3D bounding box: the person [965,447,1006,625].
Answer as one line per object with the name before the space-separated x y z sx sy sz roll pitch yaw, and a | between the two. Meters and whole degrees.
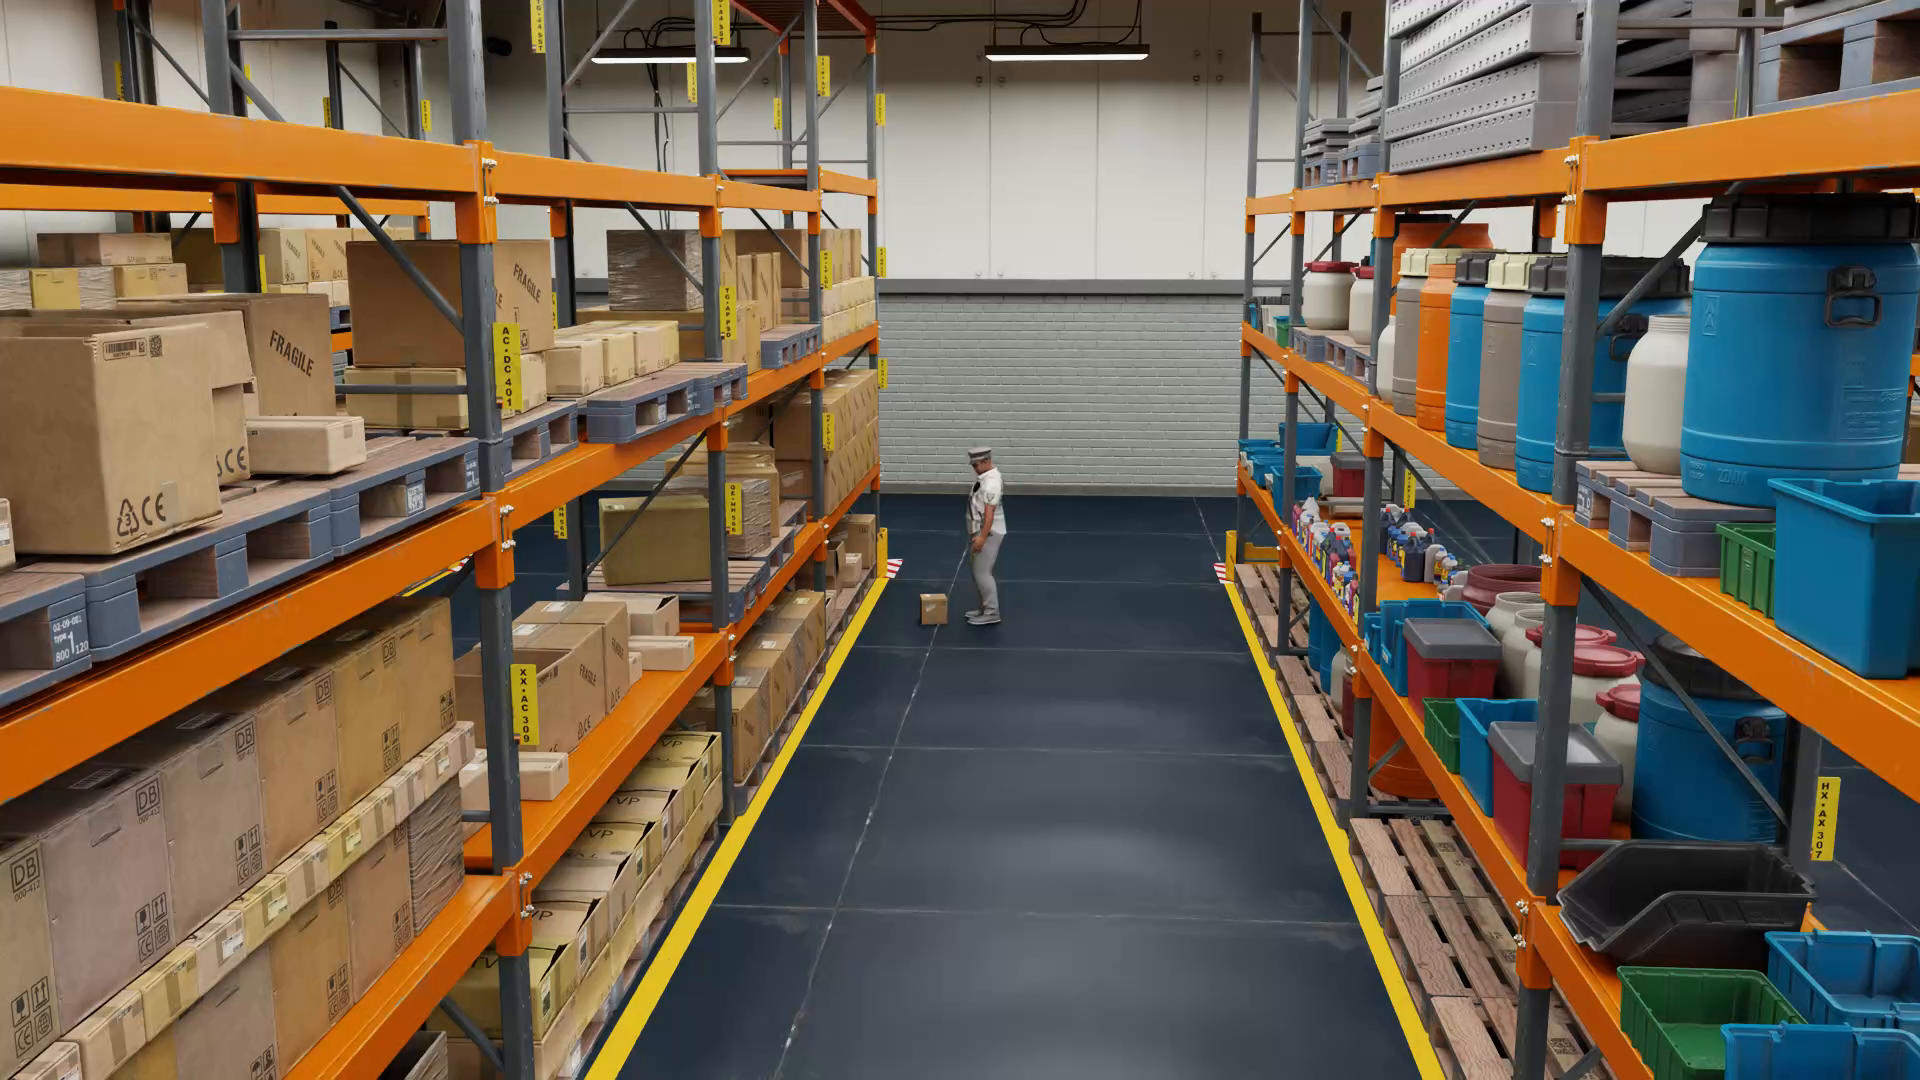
person | 0.254 -0.048 16.236 0.388 1.734 0.535 -1 11 -5
